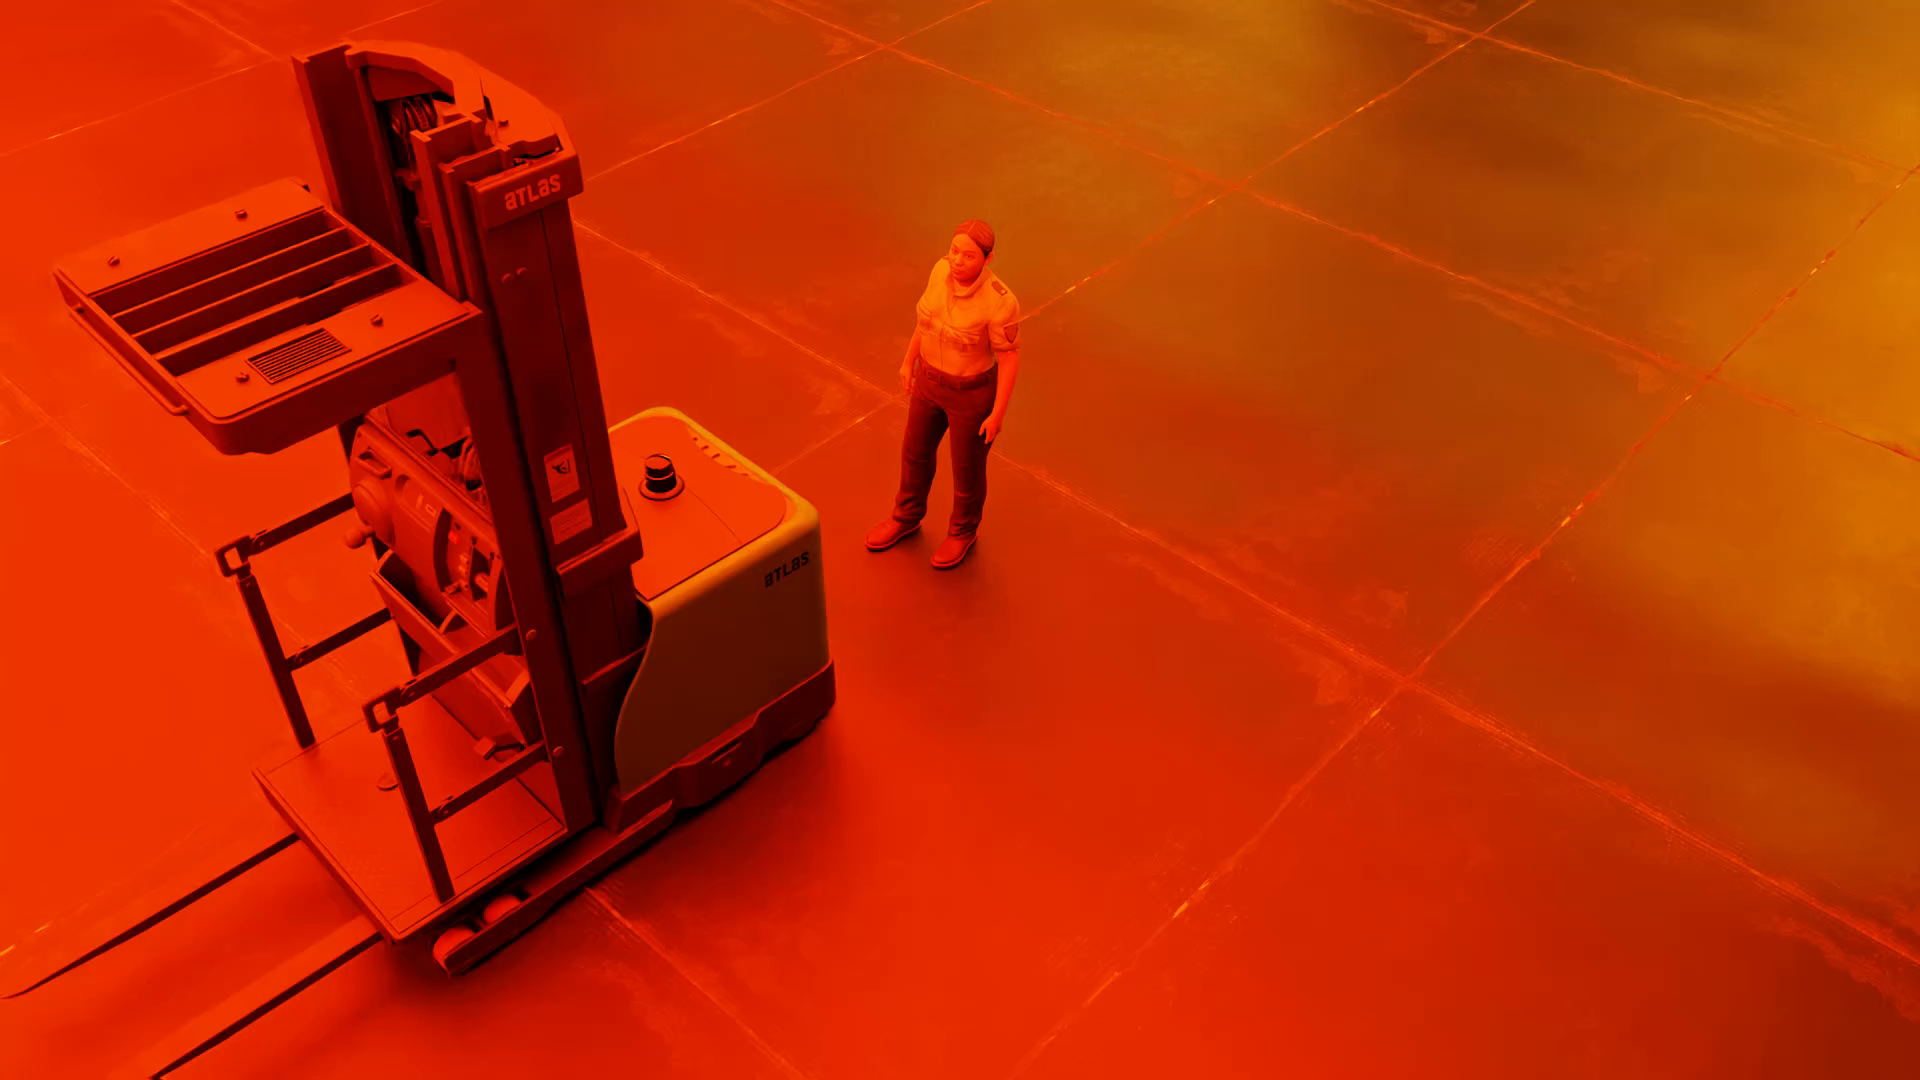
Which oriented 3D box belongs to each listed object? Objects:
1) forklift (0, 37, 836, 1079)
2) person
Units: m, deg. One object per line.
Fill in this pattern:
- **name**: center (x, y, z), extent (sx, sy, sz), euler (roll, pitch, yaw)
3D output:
- **forklift**: center (-1.916, 0.033, 5.390), extent (3.031, 2.935, 1.130), euler (-32, 50, -32)
- **person**: center (-0.077, -0.594, 7.103), extent (0.598, 1.638, 0.503), euler (31, 49, 31)
